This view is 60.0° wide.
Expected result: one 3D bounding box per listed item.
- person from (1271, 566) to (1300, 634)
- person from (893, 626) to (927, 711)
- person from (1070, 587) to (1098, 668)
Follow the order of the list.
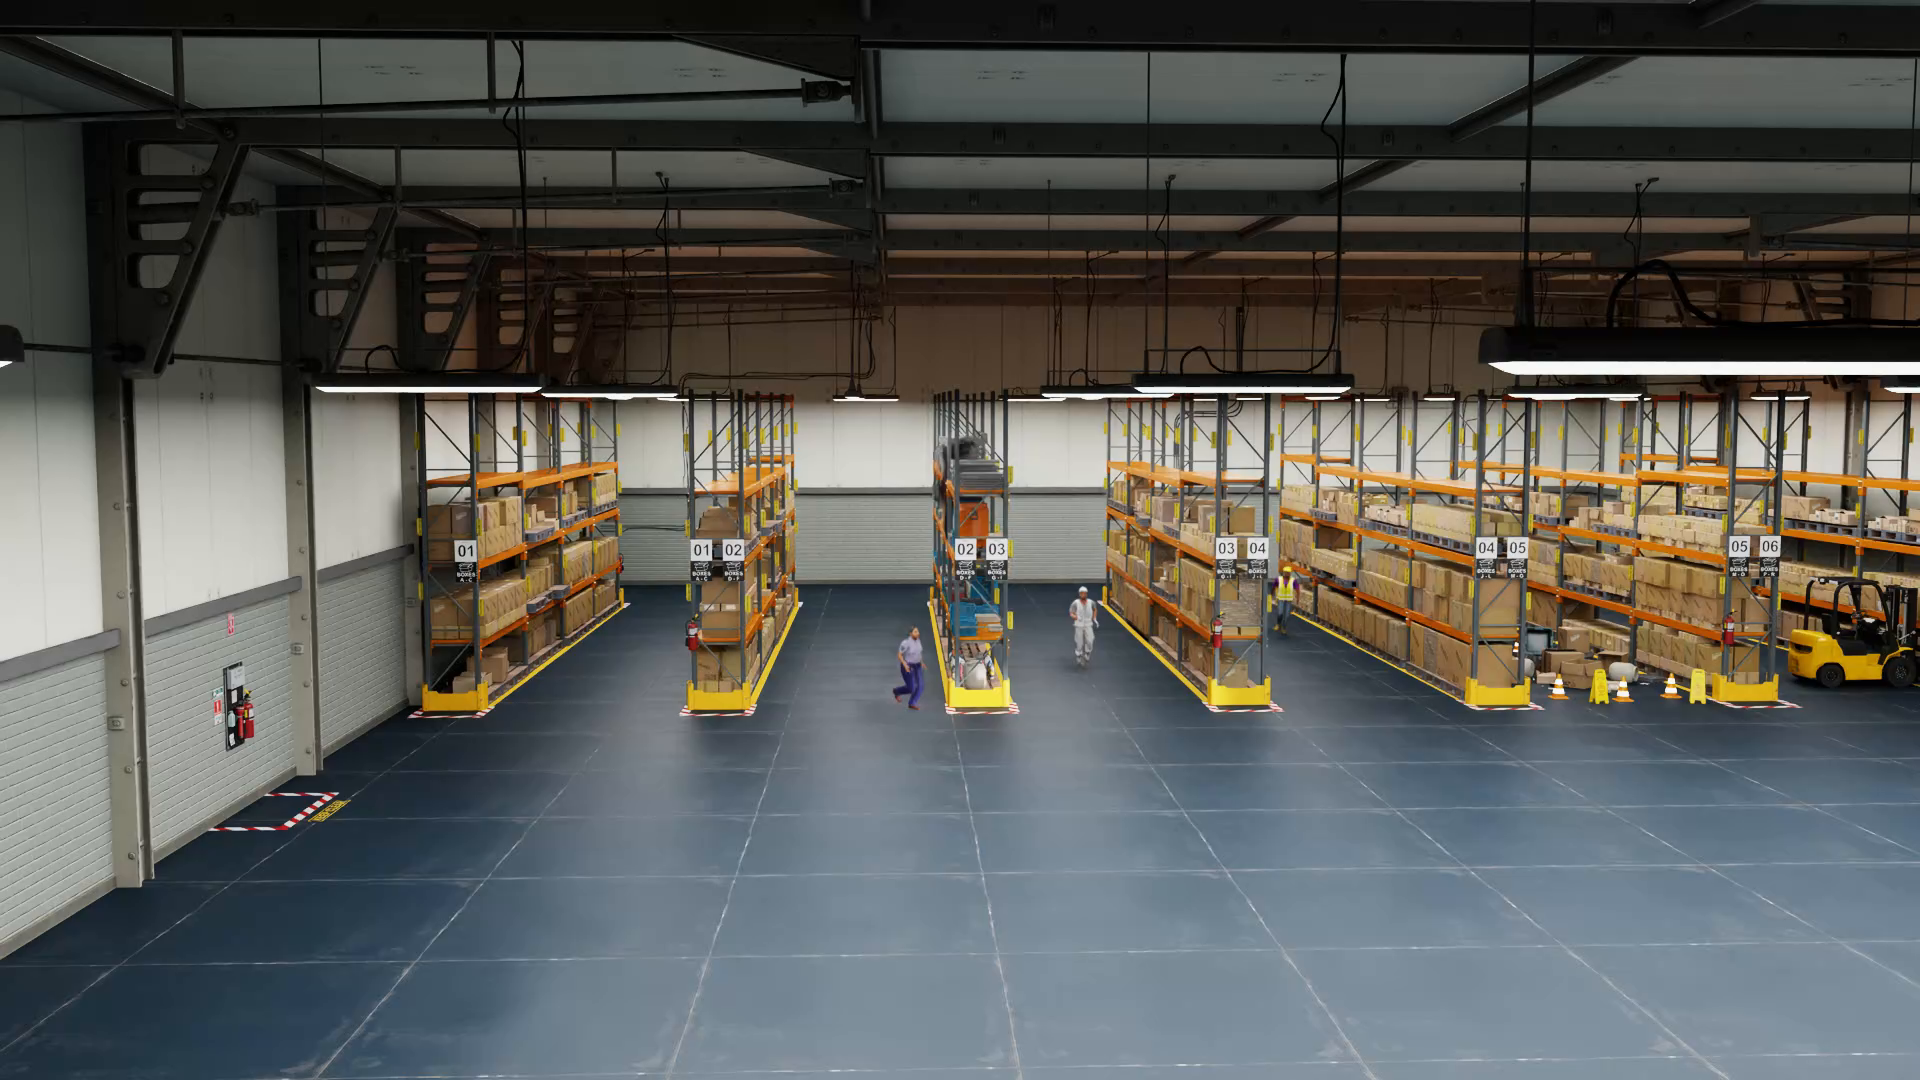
[{"bbox_3d":[8.076,1.496,41.279,0.707,1.708,0.793,0,5,5],"label":"person"},{"bbox_3d":[-0.949,2.440,31.190,0.586,1.502,0.592,4,6,43],"label":"person"},{"bbox_3d":[2.695,1.893,36.036,0.653,1.766,0.769,-1,5,-6],"label":"person"}]
